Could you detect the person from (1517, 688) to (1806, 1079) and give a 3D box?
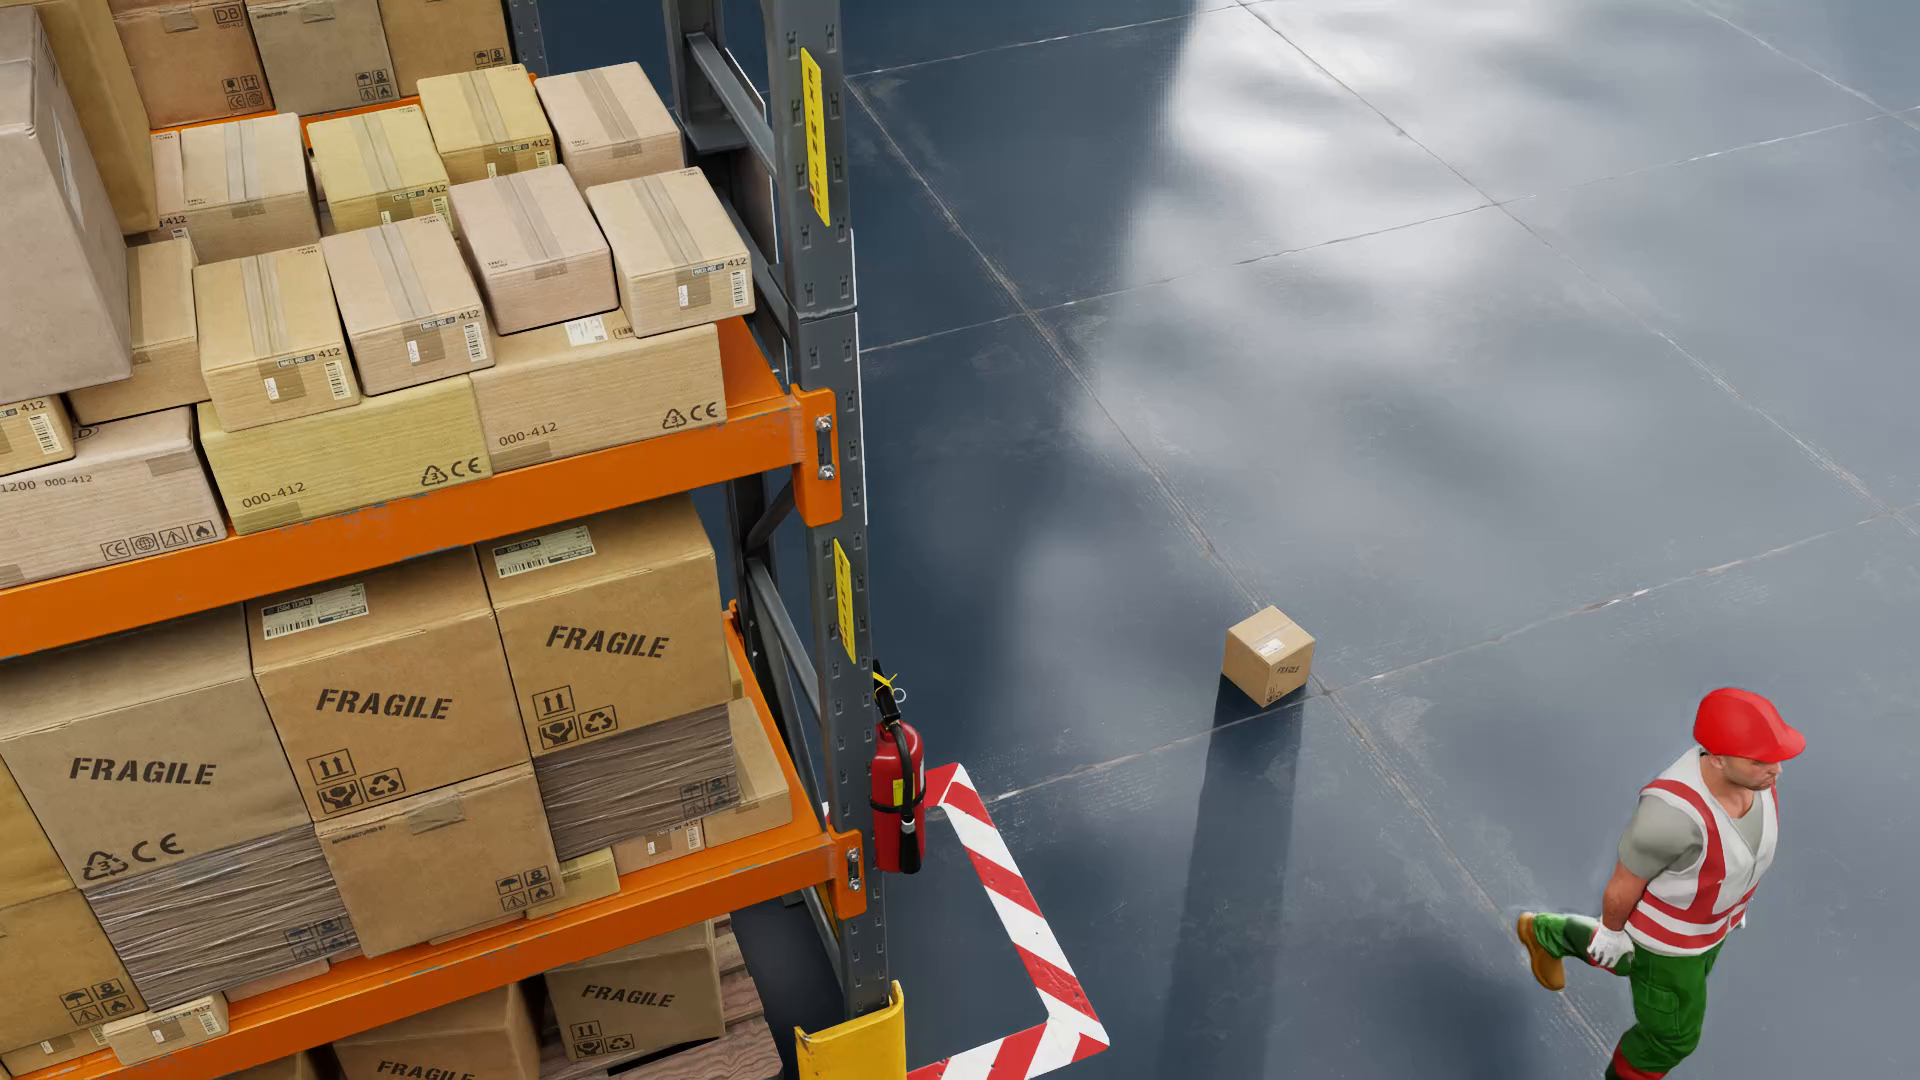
[{"bbox_3d":[2.078,1.060,4.924,0.529,1.762,0.811,-28,49,-28],"label":"person"}]
